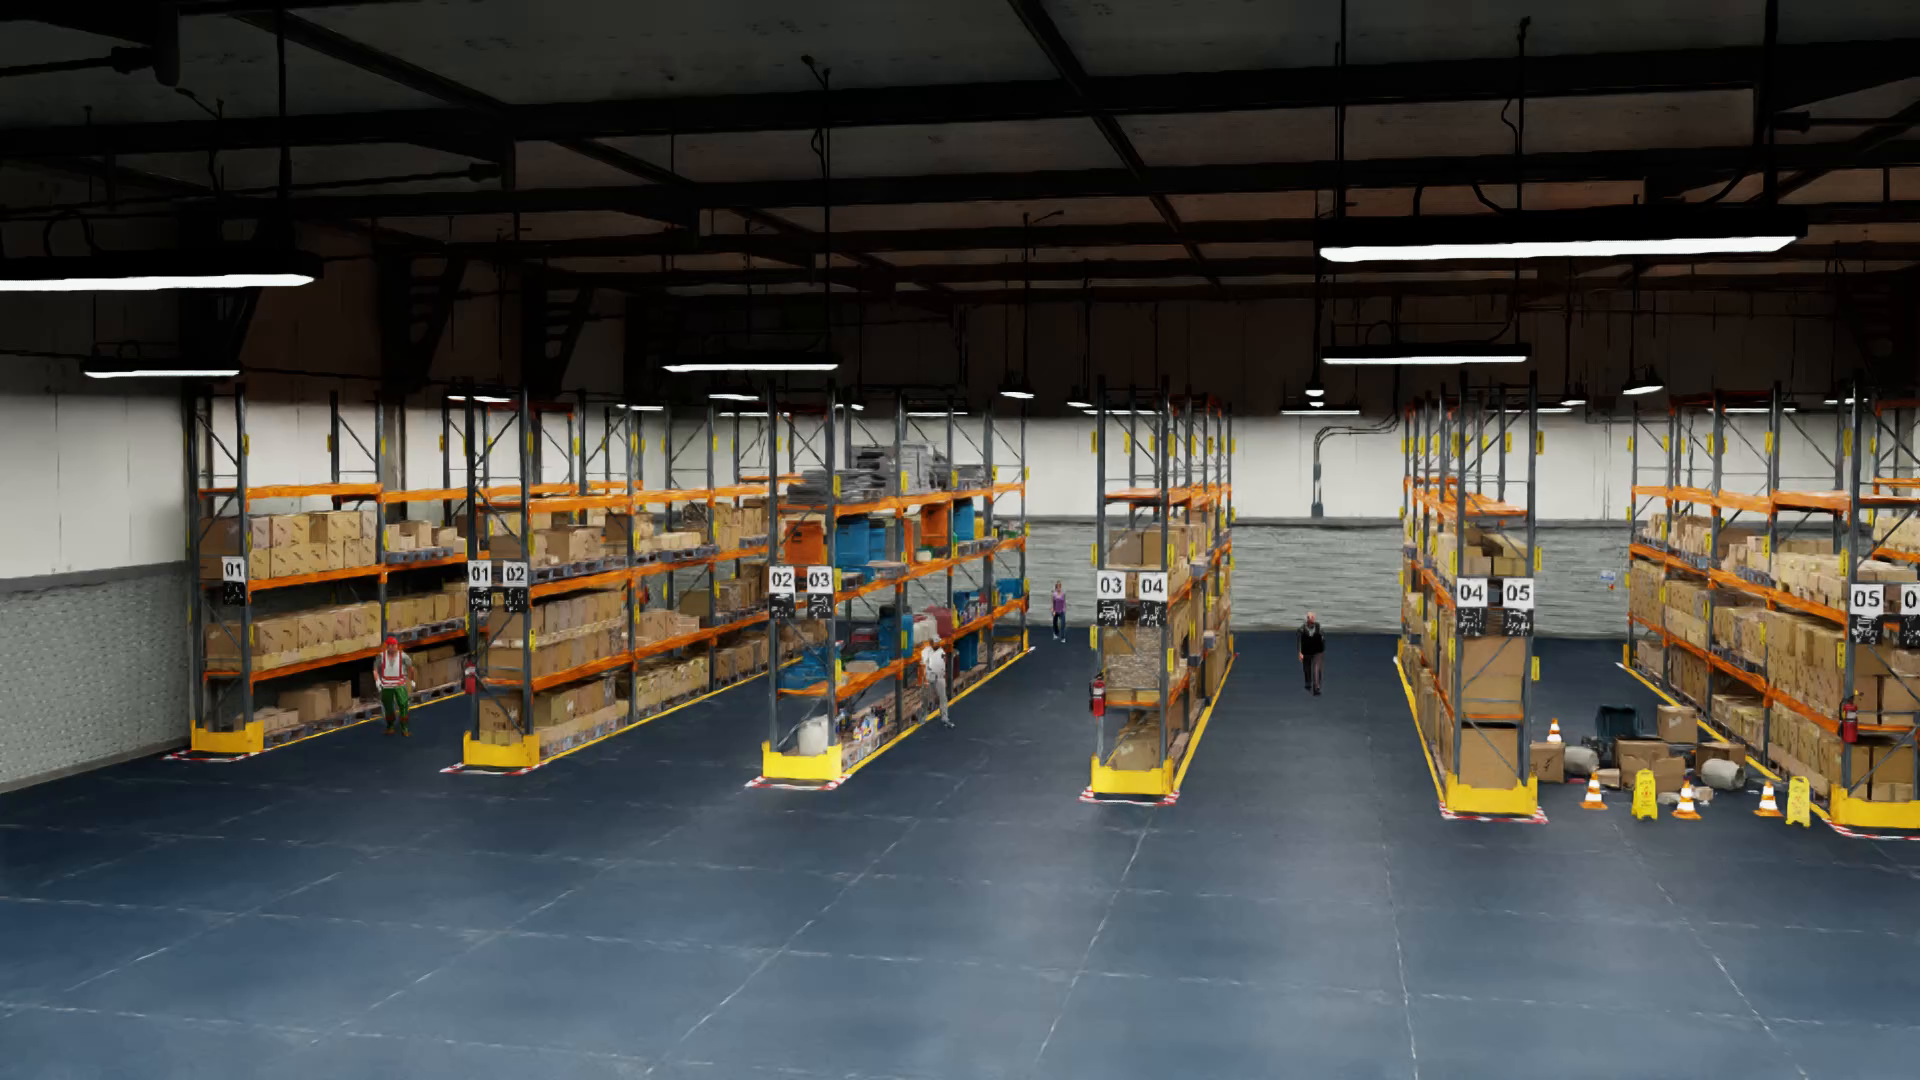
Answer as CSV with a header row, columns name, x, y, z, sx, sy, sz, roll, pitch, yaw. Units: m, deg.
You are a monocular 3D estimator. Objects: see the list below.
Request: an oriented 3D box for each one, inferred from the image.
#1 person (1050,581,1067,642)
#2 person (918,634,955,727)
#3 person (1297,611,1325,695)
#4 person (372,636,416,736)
name,x,y,z,sx,sy,sz,roll,pitch,yaw
person,2.502,1.806,42.261,0.411,1.534,0.956,0,3,4
person,-0.453,2.484,29.664,0.544,1.637,0.704,-1,3,-21
person,7.048,2.252,33.431,0.544,1.646,1.102,1,3,15
person,-9.715,2.468,28.539,0.675,1.663,0.774,0,3,-8
